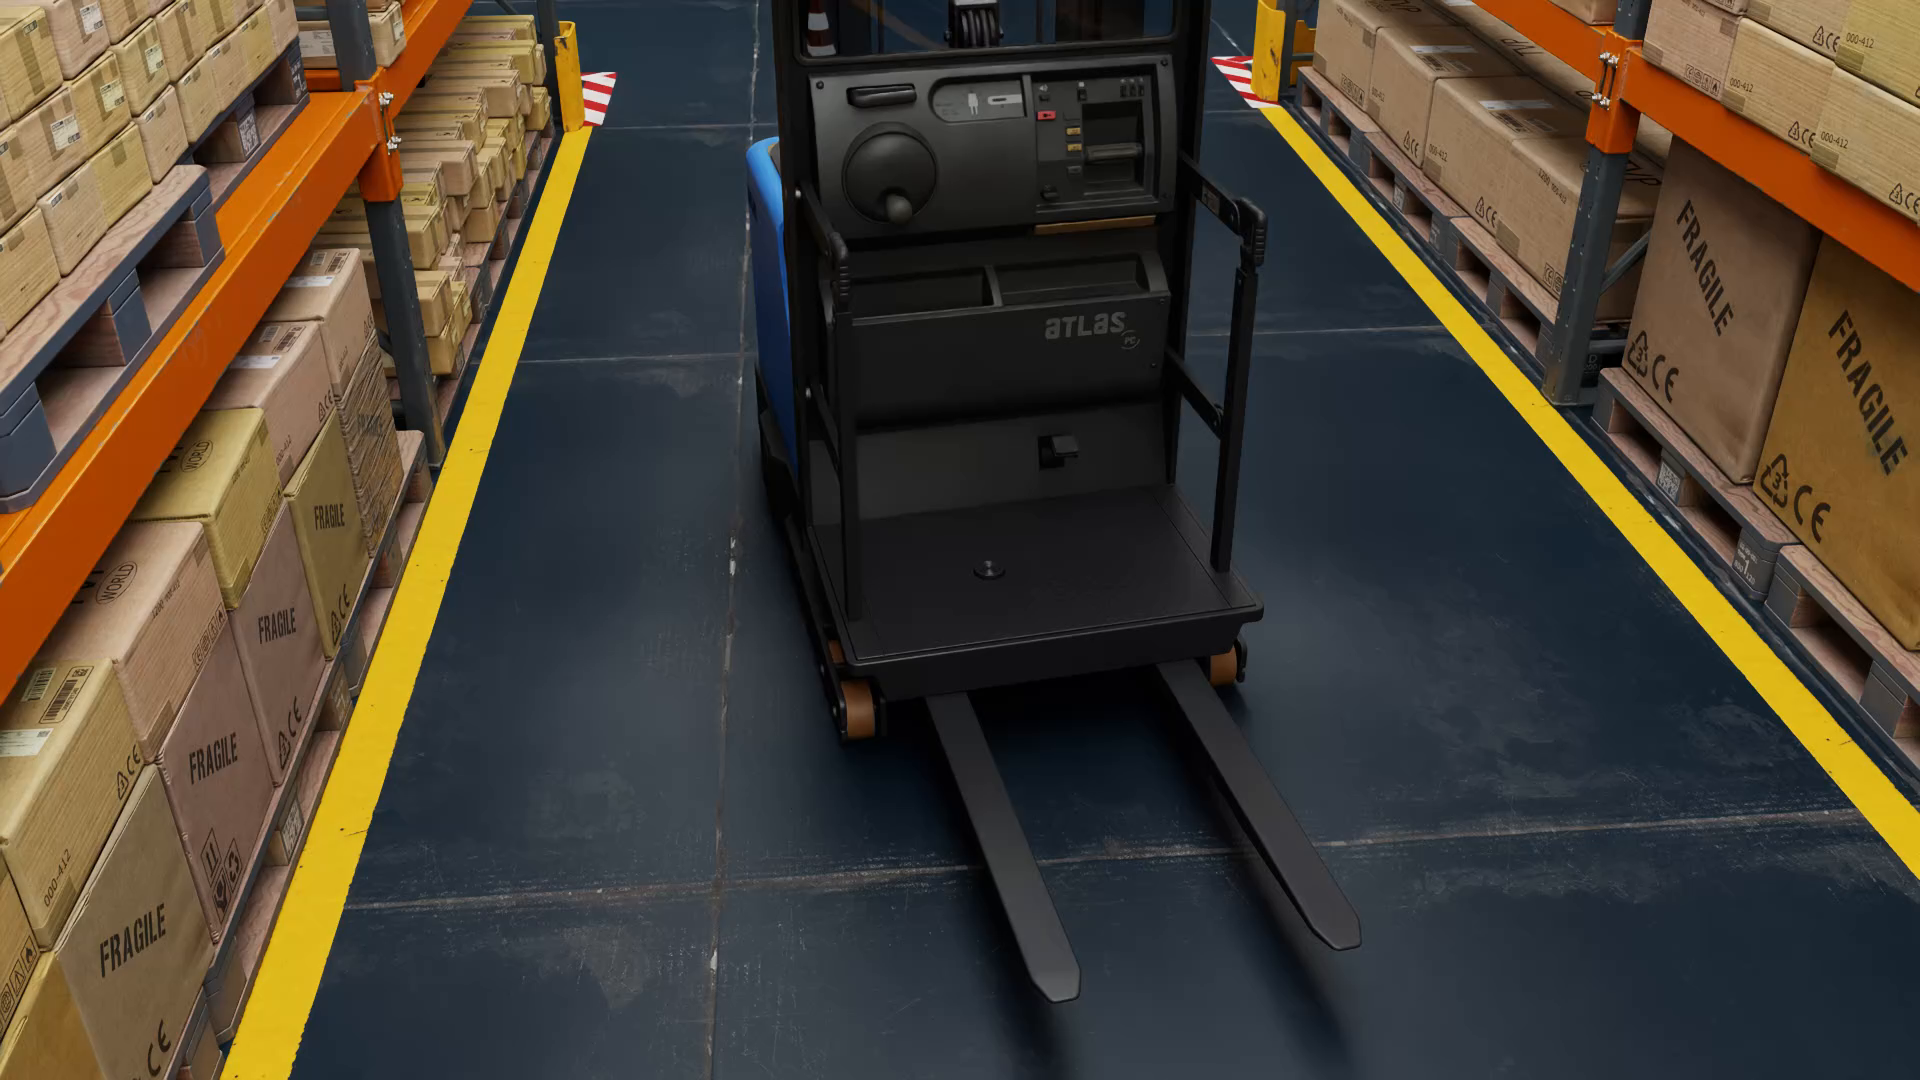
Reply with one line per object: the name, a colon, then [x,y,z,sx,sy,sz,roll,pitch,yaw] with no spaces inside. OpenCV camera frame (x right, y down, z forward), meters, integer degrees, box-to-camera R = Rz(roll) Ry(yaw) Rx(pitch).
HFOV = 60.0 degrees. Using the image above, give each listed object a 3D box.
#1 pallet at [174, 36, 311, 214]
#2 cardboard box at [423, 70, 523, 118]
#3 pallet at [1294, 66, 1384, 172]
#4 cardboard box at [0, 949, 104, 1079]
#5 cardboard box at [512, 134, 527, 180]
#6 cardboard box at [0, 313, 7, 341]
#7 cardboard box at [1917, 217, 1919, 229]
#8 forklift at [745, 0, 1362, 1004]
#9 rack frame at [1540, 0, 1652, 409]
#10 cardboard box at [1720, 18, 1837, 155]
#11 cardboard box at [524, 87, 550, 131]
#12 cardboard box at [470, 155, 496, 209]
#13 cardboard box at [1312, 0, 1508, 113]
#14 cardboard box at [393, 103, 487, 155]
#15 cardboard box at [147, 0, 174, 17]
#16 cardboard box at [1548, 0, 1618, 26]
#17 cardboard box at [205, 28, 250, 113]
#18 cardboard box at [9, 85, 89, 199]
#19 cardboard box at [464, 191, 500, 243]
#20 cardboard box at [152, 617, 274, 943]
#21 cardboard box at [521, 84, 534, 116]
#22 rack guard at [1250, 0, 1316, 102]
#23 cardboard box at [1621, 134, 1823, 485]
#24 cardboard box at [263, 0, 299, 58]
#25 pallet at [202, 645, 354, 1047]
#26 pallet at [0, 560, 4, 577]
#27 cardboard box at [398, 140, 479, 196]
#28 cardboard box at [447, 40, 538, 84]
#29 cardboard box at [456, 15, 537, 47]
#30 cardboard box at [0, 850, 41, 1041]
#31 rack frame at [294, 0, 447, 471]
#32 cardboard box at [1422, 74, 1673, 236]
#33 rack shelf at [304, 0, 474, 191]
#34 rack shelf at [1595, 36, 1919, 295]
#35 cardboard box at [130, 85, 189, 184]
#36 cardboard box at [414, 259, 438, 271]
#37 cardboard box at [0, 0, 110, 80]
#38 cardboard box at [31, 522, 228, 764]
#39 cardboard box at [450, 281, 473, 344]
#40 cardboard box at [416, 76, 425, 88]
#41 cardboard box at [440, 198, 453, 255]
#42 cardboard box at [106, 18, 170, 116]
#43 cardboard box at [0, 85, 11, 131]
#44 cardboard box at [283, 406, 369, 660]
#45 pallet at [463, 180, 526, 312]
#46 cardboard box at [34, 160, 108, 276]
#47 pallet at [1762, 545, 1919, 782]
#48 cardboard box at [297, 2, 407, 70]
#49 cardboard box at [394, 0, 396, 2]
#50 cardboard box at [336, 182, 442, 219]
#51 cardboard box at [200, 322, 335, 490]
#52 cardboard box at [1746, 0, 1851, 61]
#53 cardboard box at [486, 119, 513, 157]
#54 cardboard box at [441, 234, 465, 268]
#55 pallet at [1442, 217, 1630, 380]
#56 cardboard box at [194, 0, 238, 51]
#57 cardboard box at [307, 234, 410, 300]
pallet: [-2.341,-1.054,4.276,1.003,0.211,1.213,-3,31,-5]
cardboard box: [-2.181,-2.002,7.467,0.380,0.149,0.250,-2,31,-3]
pallet: [2.430,-2.263,8.832,1.003,0.211,1.213,-3,31,-5]
cardboard box: [-1.706,1.028,2.631,0.500,0.500,0.500,-4,31,-7]
cardboard box: [-2.199,-1.755,7.634,0.380,0.149,0.250,-4,31,-7]
cardboard box: [-1.840,-0.350,2.746,0.380,0.149,0.250,-2,31,-3]
cardboard box: [2.549,-0.738,3.707,0.500,0.250,0.500,-3,31,-5]
forklift: [0.147,-0.948,3.979,1.130,2.935,3.031,-7,32,-12]
rack frame: [2.651,-1.822,5.375,1.000,3.000,0.127,-3,31,-5]
cardboard box: [2.479,-1.256,4.574,0.500,0.250,0.500,-3,31,-6]
cardboard box: [-2.260,-2.147,8.289,0.380,0.149,0.250,-2,31,-3]
cardboard box: [-2.140,-1.477,6.878,0.380,0.149,0.250,-3,31,-5]
cardboard box: [2.439,-2.612,8.787,0.875,0.438,0.875,-4,31,-6]
cardboard box: [-2.214,-1.730,7.011,0.380,0.149,0.250,-3,31,-4]
cardboard box: [-1.963,-1.262,3.694,0.380,0.149,0.250,-3,31,-5]
cardboard box: [2.353,-2.089,5.725,0.500,0.500,0.500,-2,31,-4]
cardboard box: [-1.987,-1.152,4.090,0.380,0.149,0.250,-3,31,-5]
cardboard box: [-1.890,-0.743,3.113,0.380,0.149,0.250,-2,31,-3]
cardboard box: [-2.144,-1.351,6.958,0.380,0.149,0.250,-4,31,-6]
cardboard box: [-1.809,0.510,3.499,0.500,0.500,0.500,-4,31,-6]
cardboard box: [-2.258,-2.139,7.986,0.380,0.149,0.250,-4,31,-7]
rack guard: [2.275,-2.803,9.456,1.175,0.500,0.348,-3,31,-5]
cardboard box: [2.789,-0.777,5.289,0.875,0.875,0.875,-2,31,-3]
cardboard box: [-2.034,-1.412,4.525,0.380,0.149,0.250,-3,31,-6]
pallet: [-2.077,0.686,3.896,1.003,0.211,1.213,-3,31,-5]
pallet: [-2.067,0.233,2.123,1.213,0.211,1.003,-3,31,-5]
cardboard box: [-2.123,-1.467,6.571,0.380,0.149,0.250,-2,31,-4]
cardboard box: [-2.223,-2.272,7.919,0.380,0.149,0.250,-3,31,-6]
cardboard box: [-2.340,-2.529,8.349,0.380,0.149,0.250,-2,31,-4]
cardboard box: [-1.718,0.716,2.423,0.500,0.250,0.500,-4,31,-7]
rack frame: [-2.268,-1.533,4.892,1.000,3.000,0.127,-3,31,-5]
cardboard box: [2.615,-1.685,7.235,0.875,0.438,0.875,-4,31,-6]
rack shelf: [-2.455,-2.245,6.786,1.077,0.370,4.000,-3,31,-5]
rack shelf: [2.838,-0.492,3.850,1.077,0.370,4.000,-3,31,-5]
cardboard box: [-1.933,-0.883,3.638,0.380,0.149,0.250,-4,31,-7]
cardboard box: [-2.096,-0.943,5.983,0.380,0.149,0.250,-3,31,-4]
cardboard box: [-1.915,-1.000,3.254,0.380,0.149,0.250,-4,31,-7]
cardboard box: [-1.798,0.204,3.280,0.500,0.250,0.500,-3,31,-4]
cardboard box: [-2.007,-0.827,6.080,0.380,0.149,0.250,-2,31,-3]
cardboard box: [-2.768,-2.116,7.949,0.380,0.149,0.250,-2,31,-4]
cardboard box: [-2.177,-1.203,6.420,0.380,0.149,0.250,-4,31,-7]
cardboard box: [-1.935,-1.006,3.555,0.380,0.149,0.250,-4,31,-7]
cardboard box: [-1.869,-0.735,2.811,0.380,0.149,0.250,-2,31,-3]
cardboard box: [-1.900,-0.013,4.374,0.500,0.500,0.500,-3,31,-6]
pallet: [-2.483,-1.302,7.223,1.003,0.211,1.213,-3,31,-5]
cardboard box: [-1.884,-0.611,3.184,0.380,0.149,0.250,-4,31,-6]
pallet: [2.915,0.390,4.392,1.003,0.211,1.213,-3,31,-5]
cardboard box: [-1.969,-1.586,5.225,0.380,0.149,0.250,-2,31,-3]
cardboard box: [-2.144,-1.848,5.663,0.380,0.149,0.250,-4,31,-7]
cardboard box: [-2.133,-1.201,6.126,0.380,0.149,0.250,-3,31,-5]
cardboard box: [-1.912,-0.331,4.176,0.500,0.250,0.500,-1,31,-2]
cardboard box: [2.488,-1.469,4.443,0.500,0.250,0.500,-2,31,-4]
cardboard box: [-2.191,-1.743,7.323,0.380,0.149,0.250,-1,31,-2]
cardboard box: [-2.155,-1.078,6.501,0.380,0.149,0.250,-3,31,-6]
pallet: [2.658,-1.017,6.747,1.003,0.211,1.213,-3,31,-5]
cardboard box: [-1.988,-1.278,4.011,0.380,0.149,0.250,-1,31,-2]
cardboard box: [-2.094,-0.931,5.674,0.380,0.149,0.250,-2,31,-3]
